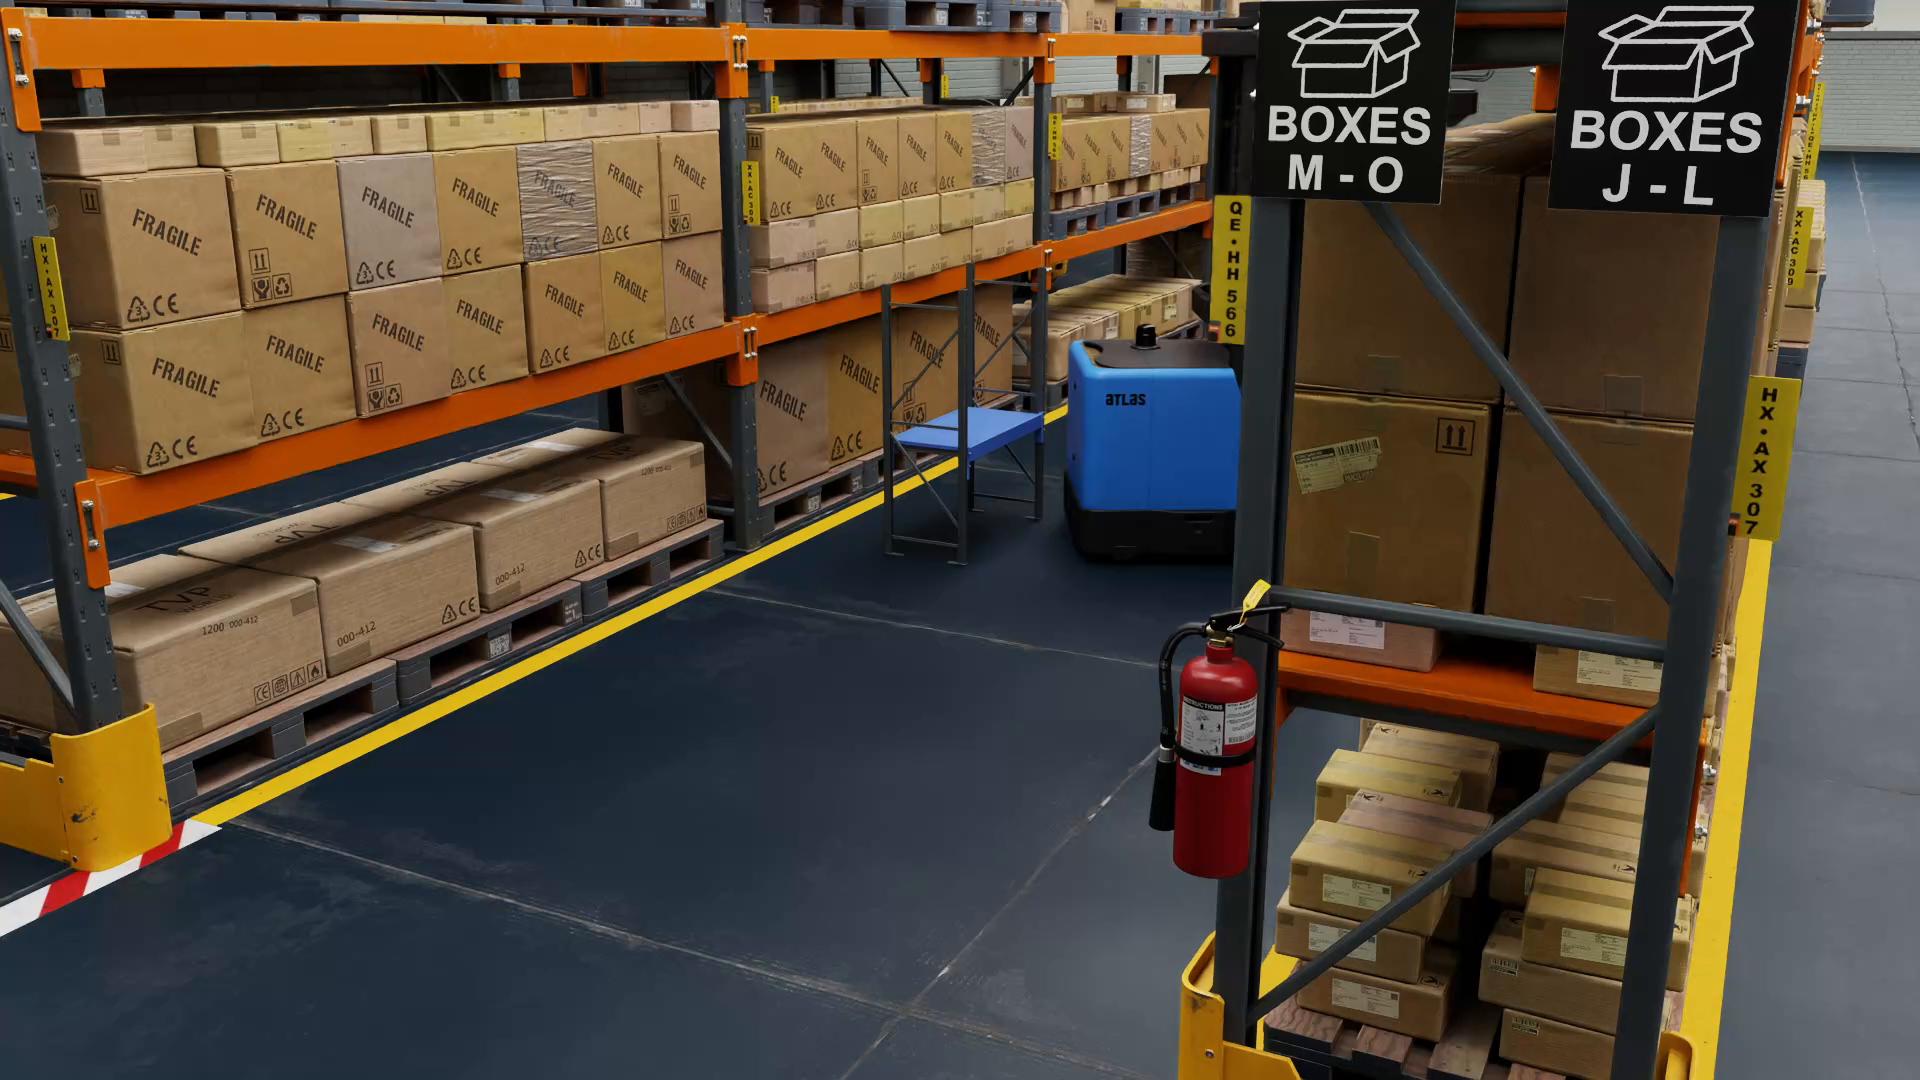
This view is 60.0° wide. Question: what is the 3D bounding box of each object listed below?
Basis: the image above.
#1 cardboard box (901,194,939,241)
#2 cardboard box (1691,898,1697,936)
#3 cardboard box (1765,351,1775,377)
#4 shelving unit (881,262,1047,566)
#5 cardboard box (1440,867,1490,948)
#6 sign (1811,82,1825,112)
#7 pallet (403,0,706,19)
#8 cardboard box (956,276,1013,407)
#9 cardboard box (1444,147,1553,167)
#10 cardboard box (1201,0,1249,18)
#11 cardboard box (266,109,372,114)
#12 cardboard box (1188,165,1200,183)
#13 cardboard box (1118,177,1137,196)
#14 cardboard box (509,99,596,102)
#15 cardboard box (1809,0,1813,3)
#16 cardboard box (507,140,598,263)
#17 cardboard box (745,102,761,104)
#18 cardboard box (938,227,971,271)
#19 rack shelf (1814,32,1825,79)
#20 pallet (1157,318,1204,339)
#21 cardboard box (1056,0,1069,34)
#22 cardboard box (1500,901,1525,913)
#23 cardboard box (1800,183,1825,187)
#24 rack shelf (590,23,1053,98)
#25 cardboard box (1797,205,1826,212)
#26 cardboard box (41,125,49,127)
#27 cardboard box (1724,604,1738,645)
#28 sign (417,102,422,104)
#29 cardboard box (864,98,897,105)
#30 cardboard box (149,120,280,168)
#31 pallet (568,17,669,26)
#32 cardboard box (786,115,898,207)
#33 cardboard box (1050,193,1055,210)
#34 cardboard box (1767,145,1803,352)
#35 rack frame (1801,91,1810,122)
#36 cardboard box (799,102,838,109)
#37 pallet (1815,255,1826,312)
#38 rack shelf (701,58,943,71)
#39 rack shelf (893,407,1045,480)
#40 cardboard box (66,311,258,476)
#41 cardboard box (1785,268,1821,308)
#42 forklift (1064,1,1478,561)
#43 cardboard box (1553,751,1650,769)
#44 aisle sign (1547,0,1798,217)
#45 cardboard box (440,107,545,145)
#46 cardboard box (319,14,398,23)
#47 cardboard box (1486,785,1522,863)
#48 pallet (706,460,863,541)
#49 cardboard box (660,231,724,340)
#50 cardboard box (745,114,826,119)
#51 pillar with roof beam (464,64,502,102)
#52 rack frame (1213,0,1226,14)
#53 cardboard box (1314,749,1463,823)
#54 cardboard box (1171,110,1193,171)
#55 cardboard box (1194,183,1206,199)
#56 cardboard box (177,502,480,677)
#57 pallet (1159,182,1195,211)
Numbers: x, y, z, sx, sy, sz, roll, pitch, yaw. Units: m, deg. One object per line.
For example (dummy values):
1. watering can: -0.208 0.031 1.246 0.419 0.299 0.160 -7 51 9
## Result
1. cardboard box: -0.464 -2.071 10.613 0.500 0.250 0.500 7 18 24
2. cardboard box: 1.973 1.067 4.933 0.380 0.149 0.250 8 18 26
3. cardboard box: 2.459 -0.605 5.594 0.500 0.500 0.500 8 18 25
4. shelving unit: 0.038 -0.741 9.384 0.538 1.500 1.048 8 18 25
5. cardboard box: 1.360 1.057 4.967 0.380 0.149 0.250 8 18 25
6. sign: 8.721 -4.485 16.905 0.100 0.325 0.005 8 18 25
7. pallet: -1.969 -2.624 7.979 1.003 0.211 1.213 8 18 25
8. cardboard box: -0.190 -1.472 12.207 0.875 0.875 0.875 8 18 25
9. cardboard box: 1.300 -0.760 4.361 0.500 0.500 0.500 7 18 24
10. cardboard box: 2.422 -5.060 15.764 0.500 0.250 0.500 8 18 24
11. cardboard box: -2.745 -1.769 7.140 0.380 0.149 0.250 9 19 27
12. cardboard box: 1.998 -3.388 15.368 0.380 0.149 0.250 8 18 26
13. cardboard box: 1.270 -3.000 14.062 0.380 0.149 0.250 9 19 27
14. cardboard box: -2.068 -2.160 8.456 0.380 0.149 0.250 8 18 26
15. cardboard box: 1.521 -1.261 3.497 0.500 0.250 0.500 9 19 27
16. cardboard box: -2.011 -1.549 7.539 0.500 0.500 0.500 8 18 26
17. cardboard box: -2.334 -4.853 18.759 0.380 0.149 0.250 8 18 25
18. cardboard box: -0.254 -1.963 11.128 0.500 0.250 0.500 8 18 25
19. rack shelf: 5.560 -3.453 11.878 1.077 0.370 4.000 8 18 25
20. pallet: 1.634 -1.939 15.680 1.003 0.211 1.213 8 18 25
21. cardboard box: 0.600 -3.952 12.530 0.396 0.266 0.258 8 18 25
22. cardboard box: 1.759 0.973 4.729 0.380 0.149 0.250 8 18 26
23. cardboard box: 4.744 -1.970 9.548 0.380 0.149 0.250 8 18 25
24. rack shelf: -0.700 -3.039 10.481 1.077 0.370 4.000 8 18 25
25. cardboard box: 4.044 -1.569 8.199 0.380 0.149 0.250 9 19 27
26. cardboard box: -3.400 -1.372 5.805 0.380 0.149 0.250 8 18 26
27. cardboard box: 1.775 0.135 4.244 0.380 0.149 0.250 8 18 24
28. sign: -4.747 -3.710 14.714 0.100 0.325 0.005 8 18 25
29. cardboard box: -0.999 -5.316 20.316 0.380 0.149 0.250 8 18 26
30. cardboard box: -2.703 -1.438 6.027 0.380 0.149 0.250 9 19 27
31. pallet: -3.529 -4.902 15.825 1.003 0.211 1.213 9 19 28
32. cardboard box: -0.711 -2.299 10.066 0.500 0.500 0.500 8 18 24
33. cardboard box: 0.505 -2.595 12.696 0.380 0.149 0.250 7 18 22
34. cardboard box: 2.002 -0.823 4.571 0.500 0.500 0.500 8 18 24
35. rack frame: 4.667 -1.851 10.488 1.000 3.000 0.127 8 18 25
36. cardboard box: -1.613 -4.915 18.968 0.380 0.149 0.250 8 18 24
37. pallet: 4.444 -1.564 9.858 1.213 0.211 1.003 8 18 25
38. rack shelf: -1.568 -5.707 19.465 1.077 0.370 4.000 8 18 25
39. rack shelf: 0.038 -0.568 9.435 0.538 0.185 1.000 8 18 25
40. cardboard box: -2.910 -0.551 5.935 0.500 0.500 0.500 8 18 25
41. cardboard box: 3.467 -1.097 7.132 0.380 0.149 0.250 8 19 26
42. forklift: 2.146 -1.423 9.169 3.031 2.935 1.130 0 17 -2
43. cardboard box: 2.042 0.700 5.123 0.380 0.149 0.250 9 19 28
44. aisle sign: 1.328 -1.003 3.066 0.394 0.787 0.004 8 18 25
45. cardboard box: -2.075 -1.838 7.372 0.380 0.149 0.250 8 18 24
46. cardboard box: -4.709 -4.034 12.834 0.500 0.250 0.500 8 18 25
47. cardboard box: 1.515 0.851 5.138 0.380 0.149 0.250 8 18 25
48. pallet: -1.317 -0.305 10.182 1.003 0.211 1.213 8 18 25
49. cardboard box: -1.573 -1.333 8.569 0.500 0.500 0.500 8 18 26
50. cardboard box: -1.151 -2.368 10.298 0.500 0.500 0.500 9 19 27
51. pillar with roof beam: -0.622 -5.860 13.450 9.100 9.000 0.400 8 18 25
52. rack frame: 1.981 -6.350 15.097 1.000 3.000 0.127 8 18 25
53. cardboard box: 1.268 0.761 4.918 0.380 0.149 0.250 8 18 24
54. cardboard box: 1.759 -3.592 14.915 0.500 0.500 0.500 8 18 26
55. cardboard box: 2.408 -3.393 16.120 0.380 0.149 0.250 8 18 25
56. cardboard box: -2.775 0.195 7.363 0.875 0.438 0.875 9 19 27
57. pallet: 1.509 -3.206 15.386 1.003 0.211 1.213 8 18 25
